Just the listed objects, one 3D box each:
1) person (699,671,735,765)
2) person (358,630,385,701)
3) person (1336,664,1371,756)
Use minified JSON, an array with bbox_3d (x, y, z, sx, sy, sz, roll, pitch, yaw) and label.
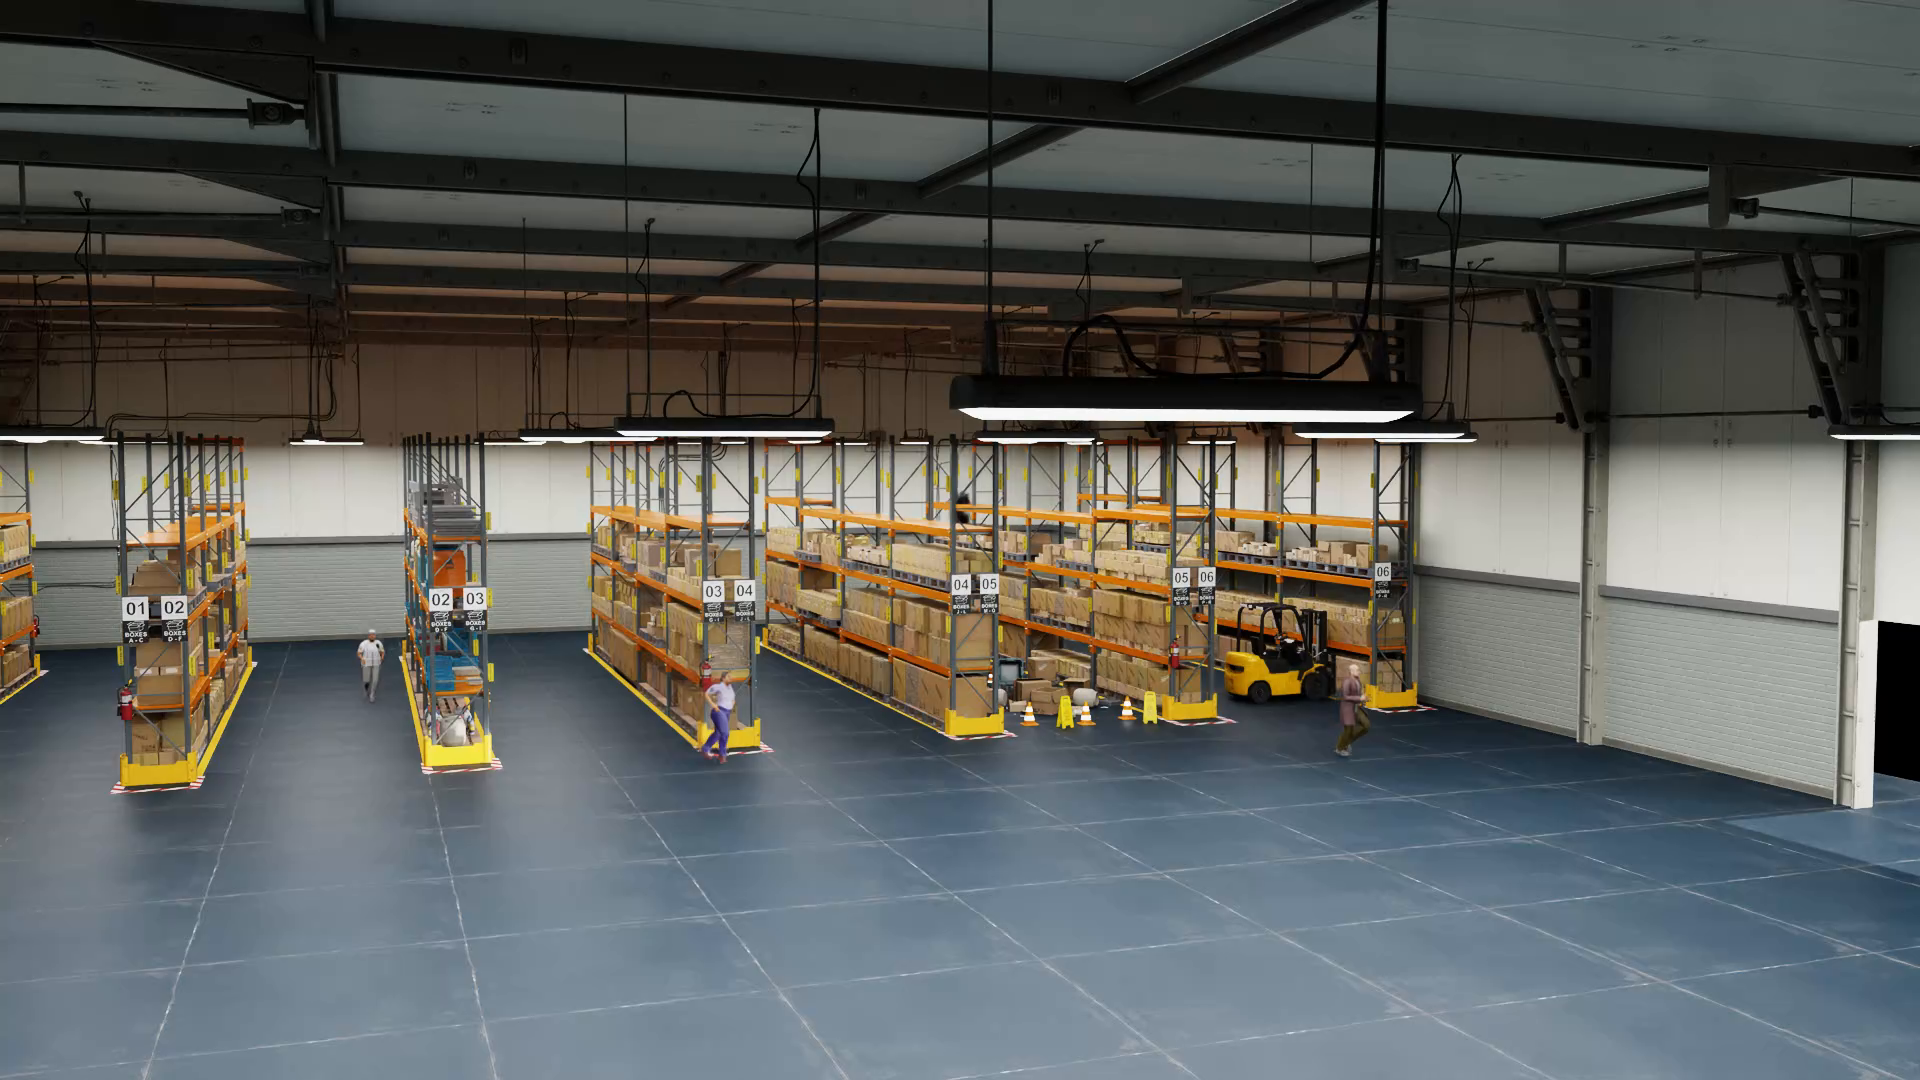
[{"bbox_3d":[-4.401,3.243,30.413,0.691,1.700,0.634,1,3,23],"label":"person"},{"bbox_3d":[-13.281,2.831,37.556,0.586,1.621,0.543,-2,4,-26],"label":"person"},{"bbox_3d":[7.257,3.144,30.662,0.794,1.728,0.759,3,4,44],"label":"person"}]
